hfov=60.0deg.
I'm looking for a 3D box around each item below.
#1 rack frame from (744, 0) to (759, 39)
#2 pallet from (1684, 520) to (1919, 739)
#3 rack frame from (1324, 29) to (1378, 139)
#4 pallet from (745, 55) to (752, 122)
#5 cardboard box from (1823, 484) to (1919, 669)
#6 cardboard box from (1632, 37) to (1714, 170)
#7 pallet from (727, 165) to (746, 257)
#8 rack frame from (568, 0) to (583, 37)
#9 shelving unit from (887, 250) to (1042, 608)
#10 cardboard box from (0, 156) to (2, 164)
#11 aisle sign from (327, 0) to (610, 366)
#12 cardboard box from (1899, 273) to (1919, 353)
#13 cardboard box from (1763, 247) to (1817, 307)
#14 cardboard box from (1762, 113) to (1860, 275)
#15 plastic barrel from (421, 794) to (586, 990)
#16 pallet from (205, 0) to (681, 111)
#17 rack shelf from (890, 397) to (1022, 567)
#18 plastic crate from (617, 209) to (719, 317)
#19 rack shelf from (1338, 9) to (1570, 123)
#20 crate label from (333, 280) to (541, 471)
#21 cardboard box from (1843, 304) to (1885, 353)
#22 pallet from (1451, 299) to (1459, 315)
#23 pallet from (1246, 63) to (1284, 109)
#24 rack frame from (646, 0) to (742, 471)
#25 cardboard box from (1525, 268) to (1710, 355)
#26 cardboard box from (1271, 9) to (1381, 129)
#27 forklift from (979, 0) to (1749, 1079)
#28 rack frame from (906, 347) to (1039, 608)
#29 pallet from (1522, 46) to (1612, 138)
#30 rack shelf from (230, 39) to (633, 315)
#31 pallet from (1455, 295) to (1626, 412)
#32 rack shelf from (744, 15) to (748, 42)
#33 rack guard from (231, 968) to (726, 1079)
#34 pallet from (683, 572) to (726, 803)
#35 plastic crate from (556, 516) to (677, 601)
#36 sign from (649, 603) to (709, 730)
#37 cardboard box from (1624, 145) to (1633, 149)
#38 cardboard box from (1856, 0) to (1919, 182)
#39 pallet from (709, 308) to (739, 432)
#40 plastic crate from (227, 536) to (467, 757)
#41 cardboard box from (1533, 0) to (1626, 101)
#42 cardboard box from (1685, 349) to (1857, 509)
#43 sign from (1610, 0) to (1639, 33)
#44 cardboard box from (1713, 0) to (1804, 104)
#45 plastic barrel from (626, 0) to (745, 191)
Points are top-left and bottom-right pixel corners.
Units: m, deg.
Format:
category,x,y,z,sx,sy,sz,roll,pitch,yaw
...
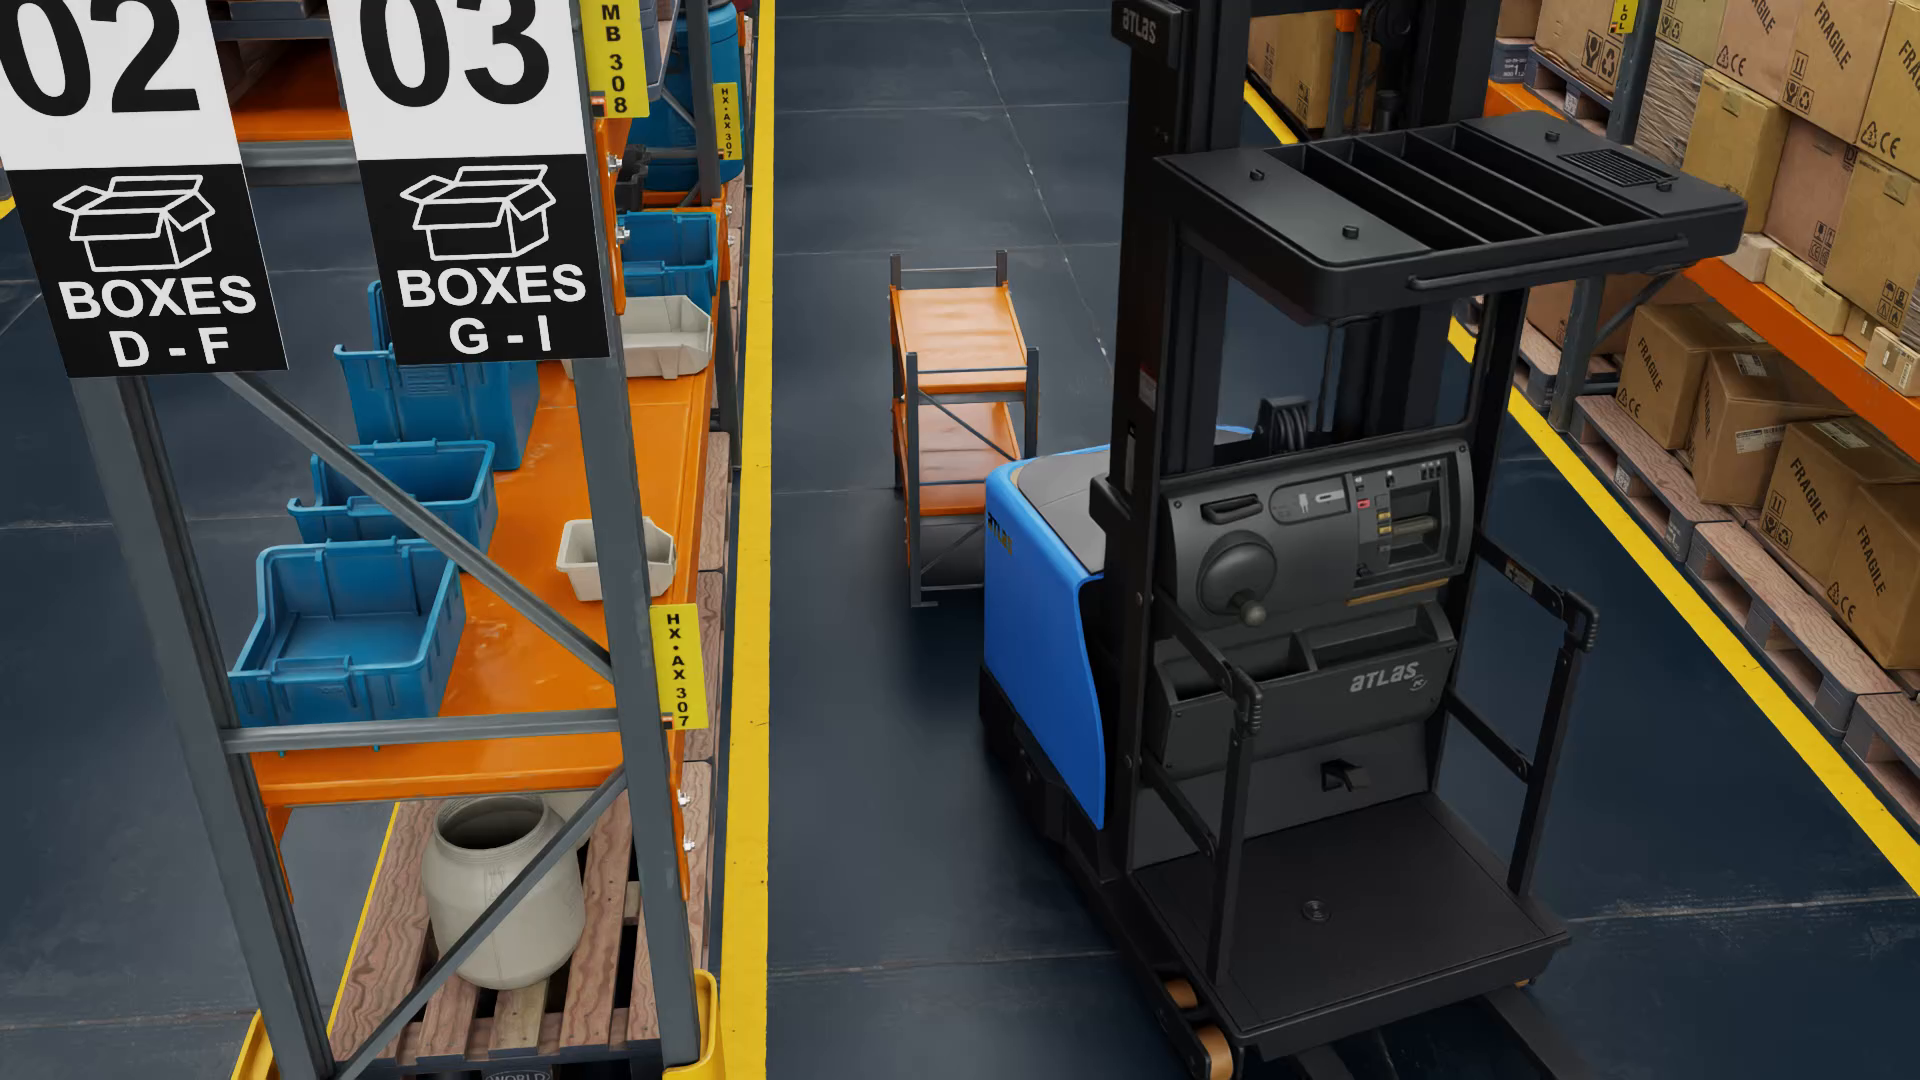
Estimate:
category,x,y,z,sx,sy,sz,roll,pitch,yaw
rack frame,-2.275,-5.707,13.879,1.000,3.000,0.127,-3,31,-5
pallet,3.619,0.303,6.537,1.003,0.211,1.213,-3,31,-5
rack frame,3.030,-3.902,10.857,1.000,3.000,0.127,-3,31,-5
pallet,-2.127,-3.489,12.886,1.003,0.211,1.213,-3,31,-5
cardboard box,3.606,0.132,6.132,0.500,0.500,0.500,0,31,0
cardboard box,3.384,-1.797,6.946,0.875,0.500,0.500,-3,31,-5
pallet,-1.867,-2.070,10.509,1.003,0.211,1.213,-3,31,-5
rack frame,-1.154,-2.155,2.083,1.000,3.000,0.127,-3,31,-5
shelving unit,-0.001,-0.486,6.967,0.538,1.125,1.048,-3,31,-5
cardboard box,-6.591,-2.791,11.006,0.500,0.500,0.500,-1,31,-2
aisle sign,-0.855,-0.673,2.917,0.394,0.787,0.004,-3,31,-5
cardboard box,3.584,-0.777,5.238,0.875,0.500,0.500,-3,31,-5
cardboard box,3.266,-0.990,6.228,0.380,0.149,0.250,-3,31,-5
cardboard box,3.543,-1.290,6.097,0.875,0.500,0.500,-3,31,-5
plastic barrel,-1.291,0.975,4.708,0.421,0.512,0.421,0,31,0
pallet,-1.134,-1.214,3.616,1.003,0.211,1.213,-3,31,-5
rack shelf,-0.001,-0.276,7.093,0.538,0.278,1.000,-3,31,-5
plastic crate,-1.154,-1.006,6.155,0.499,0.251,0.616,-3,31,-5
rack shelf,3.217,-2.572,9.332,1.077,0.370,4.000,-3,31,-5
crate label,-1.595,-0.522,5.164,0.502,0.435,0.616,-3,31,-5
cardboard box,3.347,-0.737,5.803,0.380,0.149,0.250,-3,31,-5
pallet,3.213,-1.684,9.864,1.003,0.211,1.213,-3,31,-5
pallet,2.921,-3.732,13.292,1.003,0.211,1.213,-3,31,-5
rack frame,-1.527,-1.622,7.041,1.000,3.000,0.127,-3,31,-5
cardboard box,3.368,-1.290,8.493,0.700,0.500,0.500,-5,31,-8
cardboard box,2.986,-3.523,11.886,1.225,0.875,0.875,-4,31,-7
forklift,1.066,0.031,4.340,1.130,2.935,3.031,-11,33,-18
rack frame,0.047,-0.227,6.533,0.500,1.125,0.032,-3,31,-5
pallet,3.477,-2.174,8.152,1.003,0.211,1.213,-3,31,-5
rack shelf,-1.341,-1.580,4.746,1.077,0.370,4.000,-3,31,-5
pallet,3.330,-1.060,8.818,1.003,0.211,1.213,-3,31,-5
rack shelf,-2.088,-4.377,12.354,1.077,0.370,4.000,-3,31,-5
rack guard,-1.208,1.457,4.324,1.175,0.500,0.348,-3,31,-5
pallet,-1.389,0.544,6.133,1.003,0.211,1.213,-3,31,-5
plastic crate,-0.917,0.061,4.480,0.298,0.136,0.250,-3,31,-5
sign,-0.606,0.277,3.591,0.100,0.325,0.005,-3,31,-5
cardboard box,3.125,-1.627,7.294,0.380,0.149,0.250,-3,31,-5
cardboard box,3.345,-1.452,5.393,0.500,0.500,0.500,-3,31,-5
pallet,-1.639,-0.824,8.424,1.003,0.211,1.213,-3,31,-5
plastic crate,-1.498,0.243,4.064,0.499,0.251,0.616,-3,31,-5
cardboard box,3.469,-2.710,7.867,1.000,1.000,1.000,-3,31,-4
cardboard box,3.463,-0.468,7.137,0.500,0.500,0.500,7,32,11
sign,2.852,-2.328,7.093,0.100,0.325,0.005,-3,31,-5
cardboard box,3.241,-1.962,6.247,0.500,0.500,0.500,-3,31,-5
plastic barrel,-1.262,-2.049,7.267,0.600,0.901,0.708,-3,31,-5
